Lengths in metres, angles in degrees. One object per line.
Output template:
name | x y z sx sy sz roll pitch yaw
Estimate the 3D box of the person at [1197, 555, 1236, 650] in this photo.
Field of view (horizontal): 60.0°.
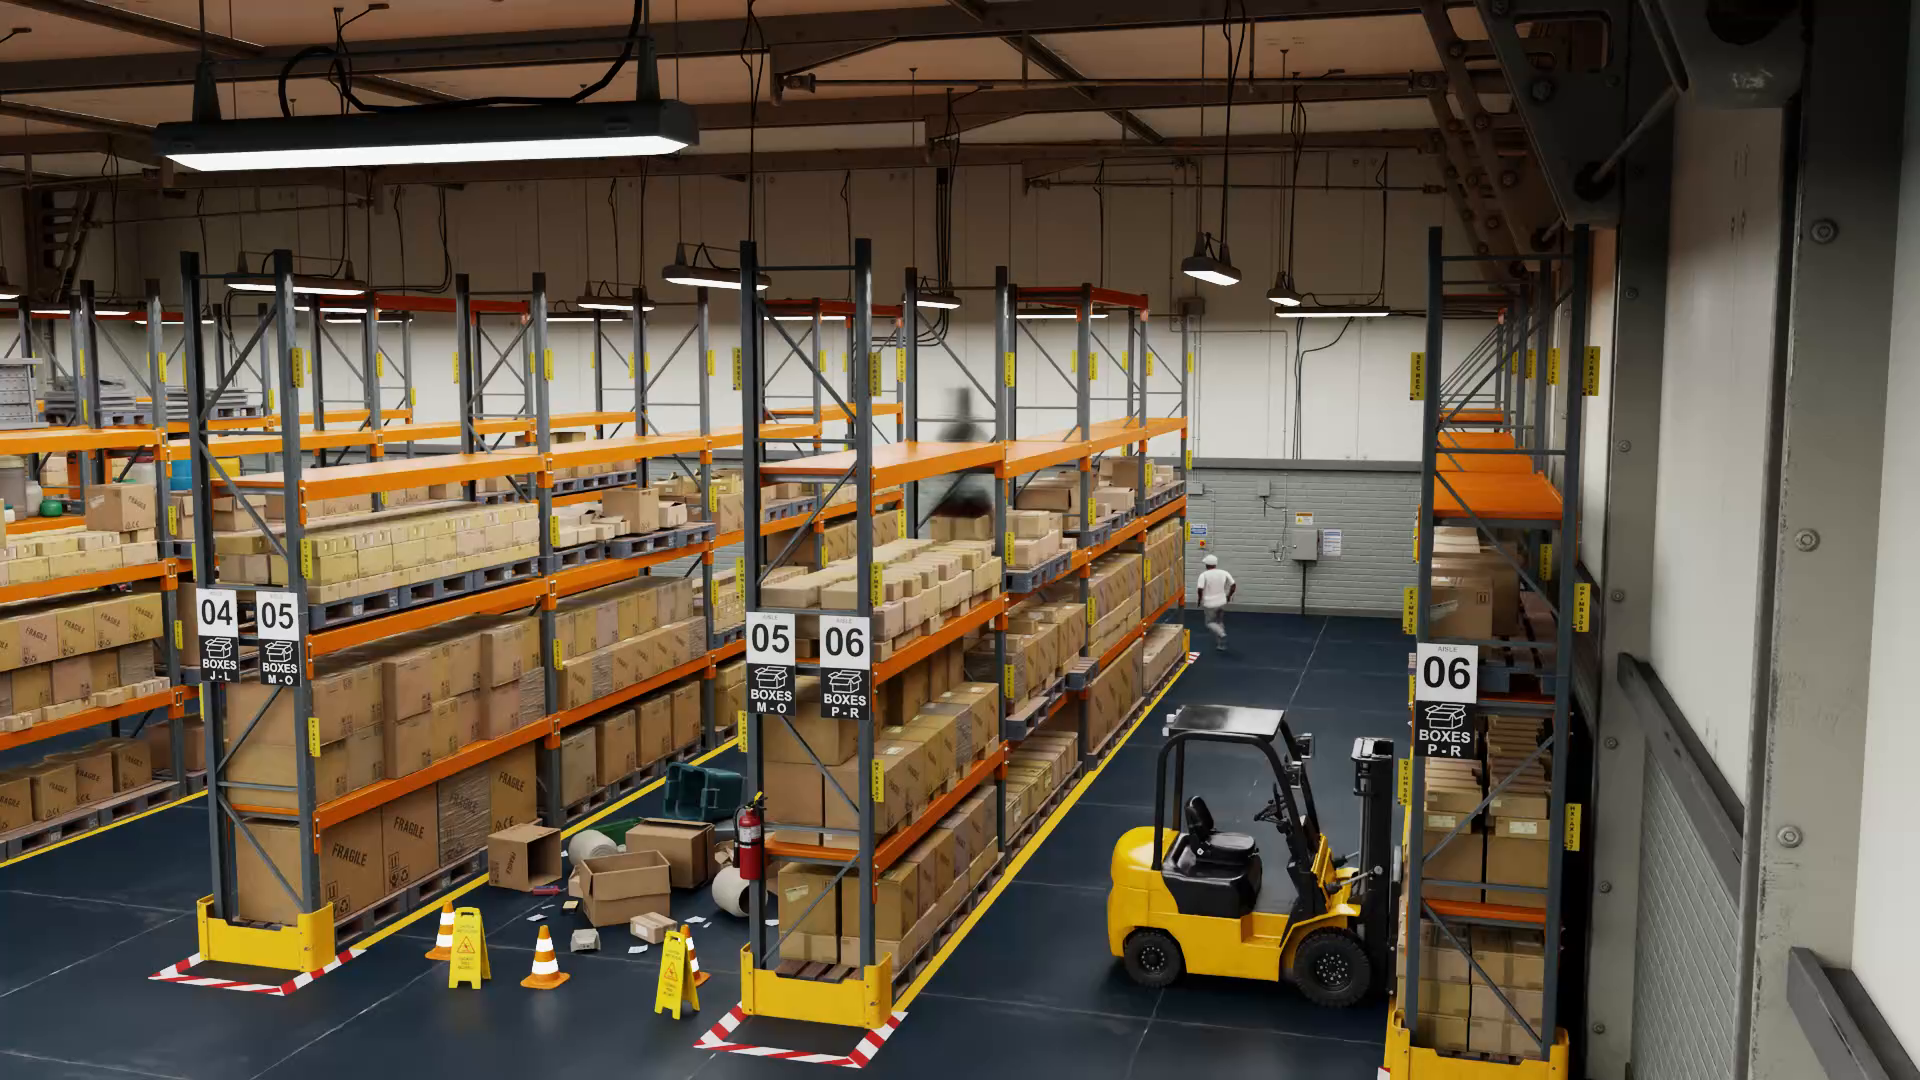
person | 4.433 1.103 28.858 0.746 1.704 0.582 -2 7 -18
